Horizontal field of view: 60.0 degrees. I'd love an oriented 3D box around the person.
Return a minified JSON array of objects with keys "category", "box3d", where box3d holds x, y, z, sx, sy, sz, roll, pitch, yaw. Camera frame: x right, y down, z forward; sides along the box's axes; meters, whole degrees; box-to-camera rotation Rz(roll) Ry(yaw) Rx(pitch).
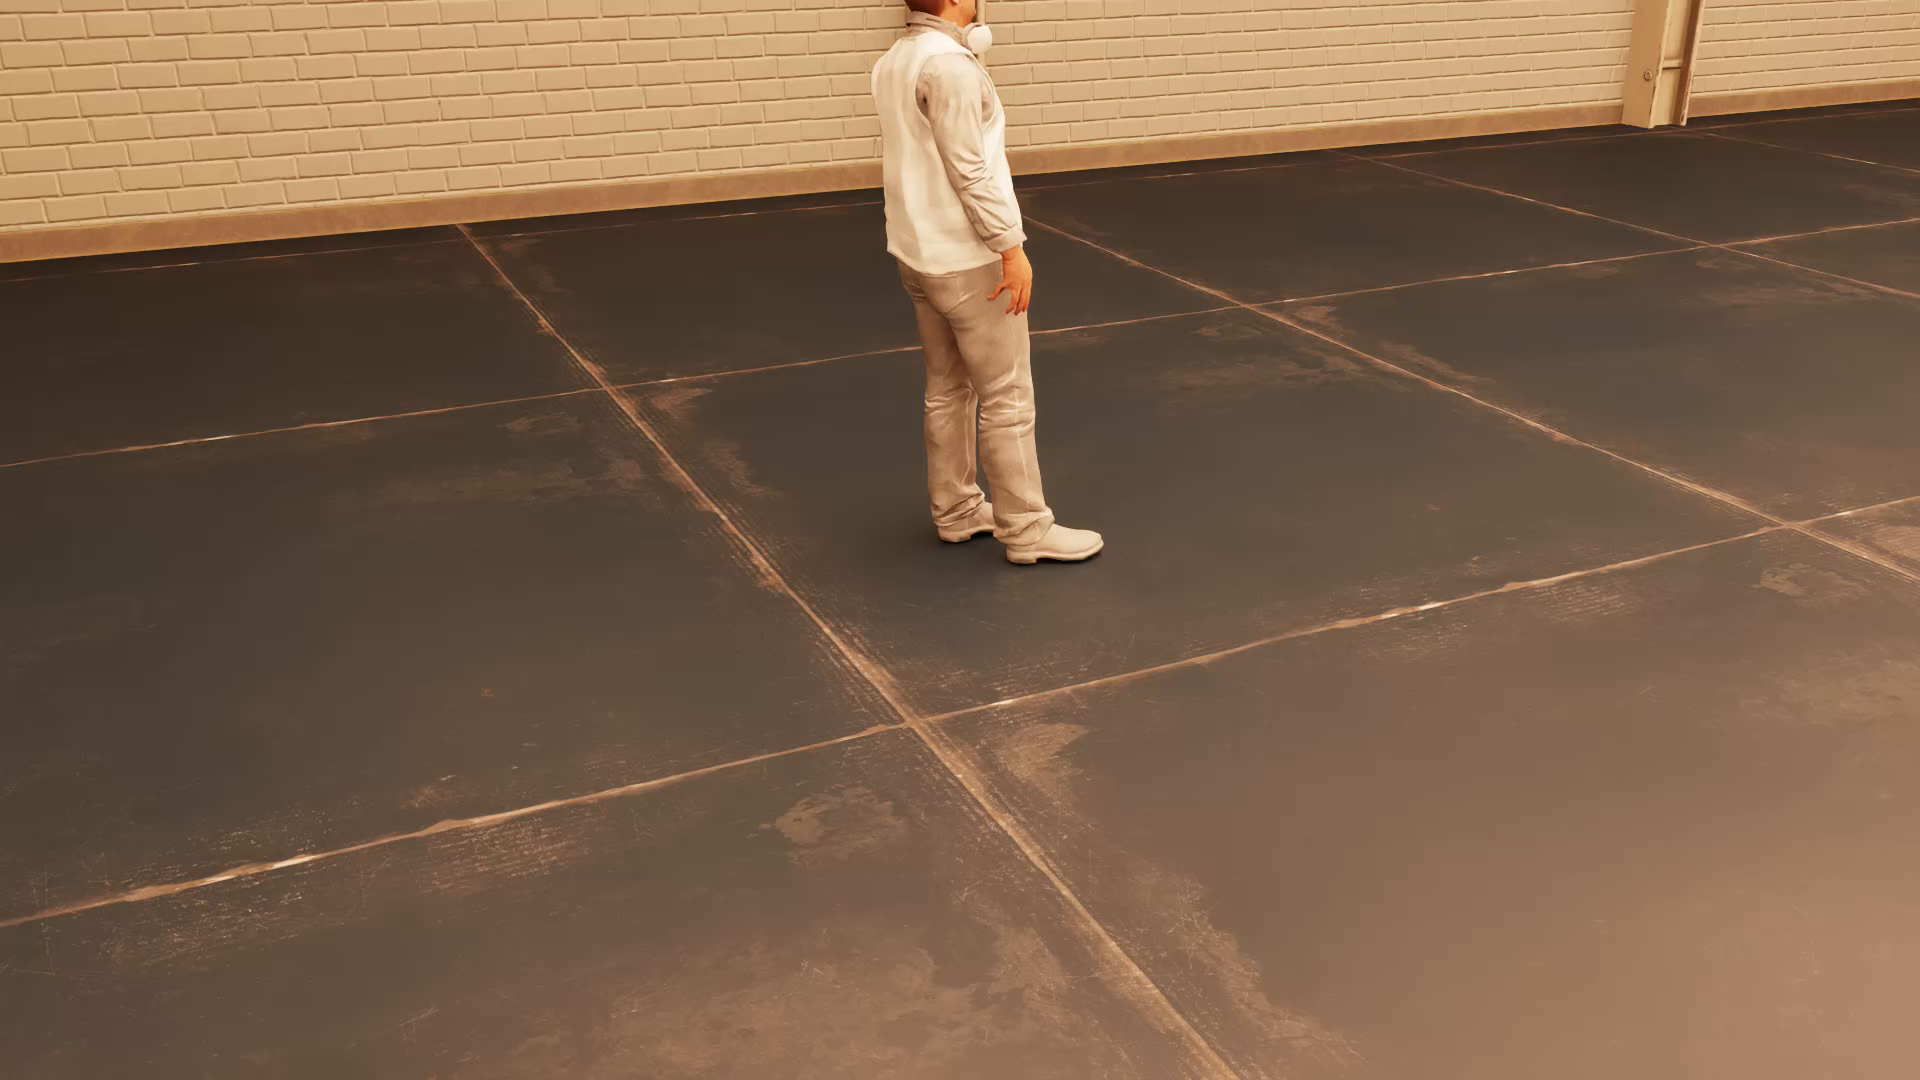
[{"category":"person","box3d":[0.059,-0.833,4.781,0.568,1.773,0.632,-10,25,-23]}]
